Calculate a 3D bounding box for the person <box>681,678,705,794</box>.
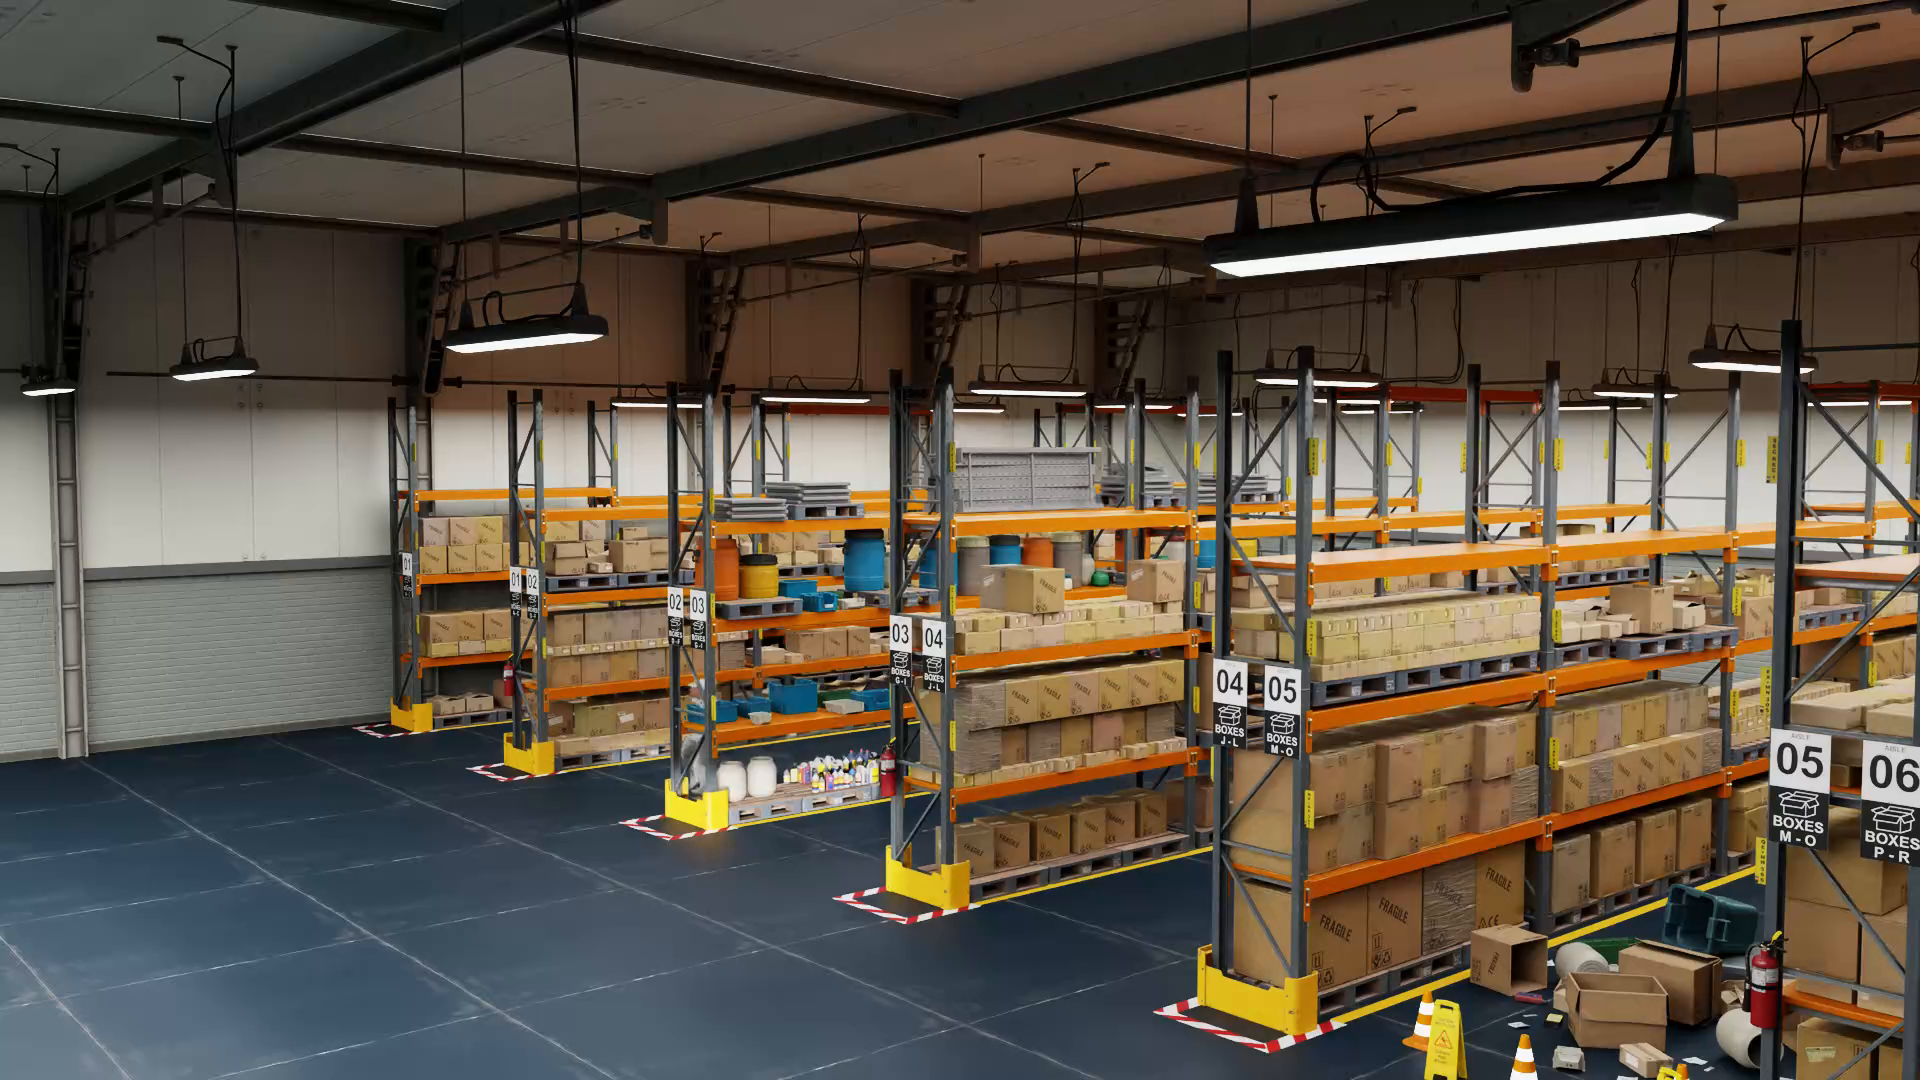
[{"bbox_3d":[-3.841,2.884,24.336,0.639,1.731,0.718,-2,4,-36],"label":"person"}]
